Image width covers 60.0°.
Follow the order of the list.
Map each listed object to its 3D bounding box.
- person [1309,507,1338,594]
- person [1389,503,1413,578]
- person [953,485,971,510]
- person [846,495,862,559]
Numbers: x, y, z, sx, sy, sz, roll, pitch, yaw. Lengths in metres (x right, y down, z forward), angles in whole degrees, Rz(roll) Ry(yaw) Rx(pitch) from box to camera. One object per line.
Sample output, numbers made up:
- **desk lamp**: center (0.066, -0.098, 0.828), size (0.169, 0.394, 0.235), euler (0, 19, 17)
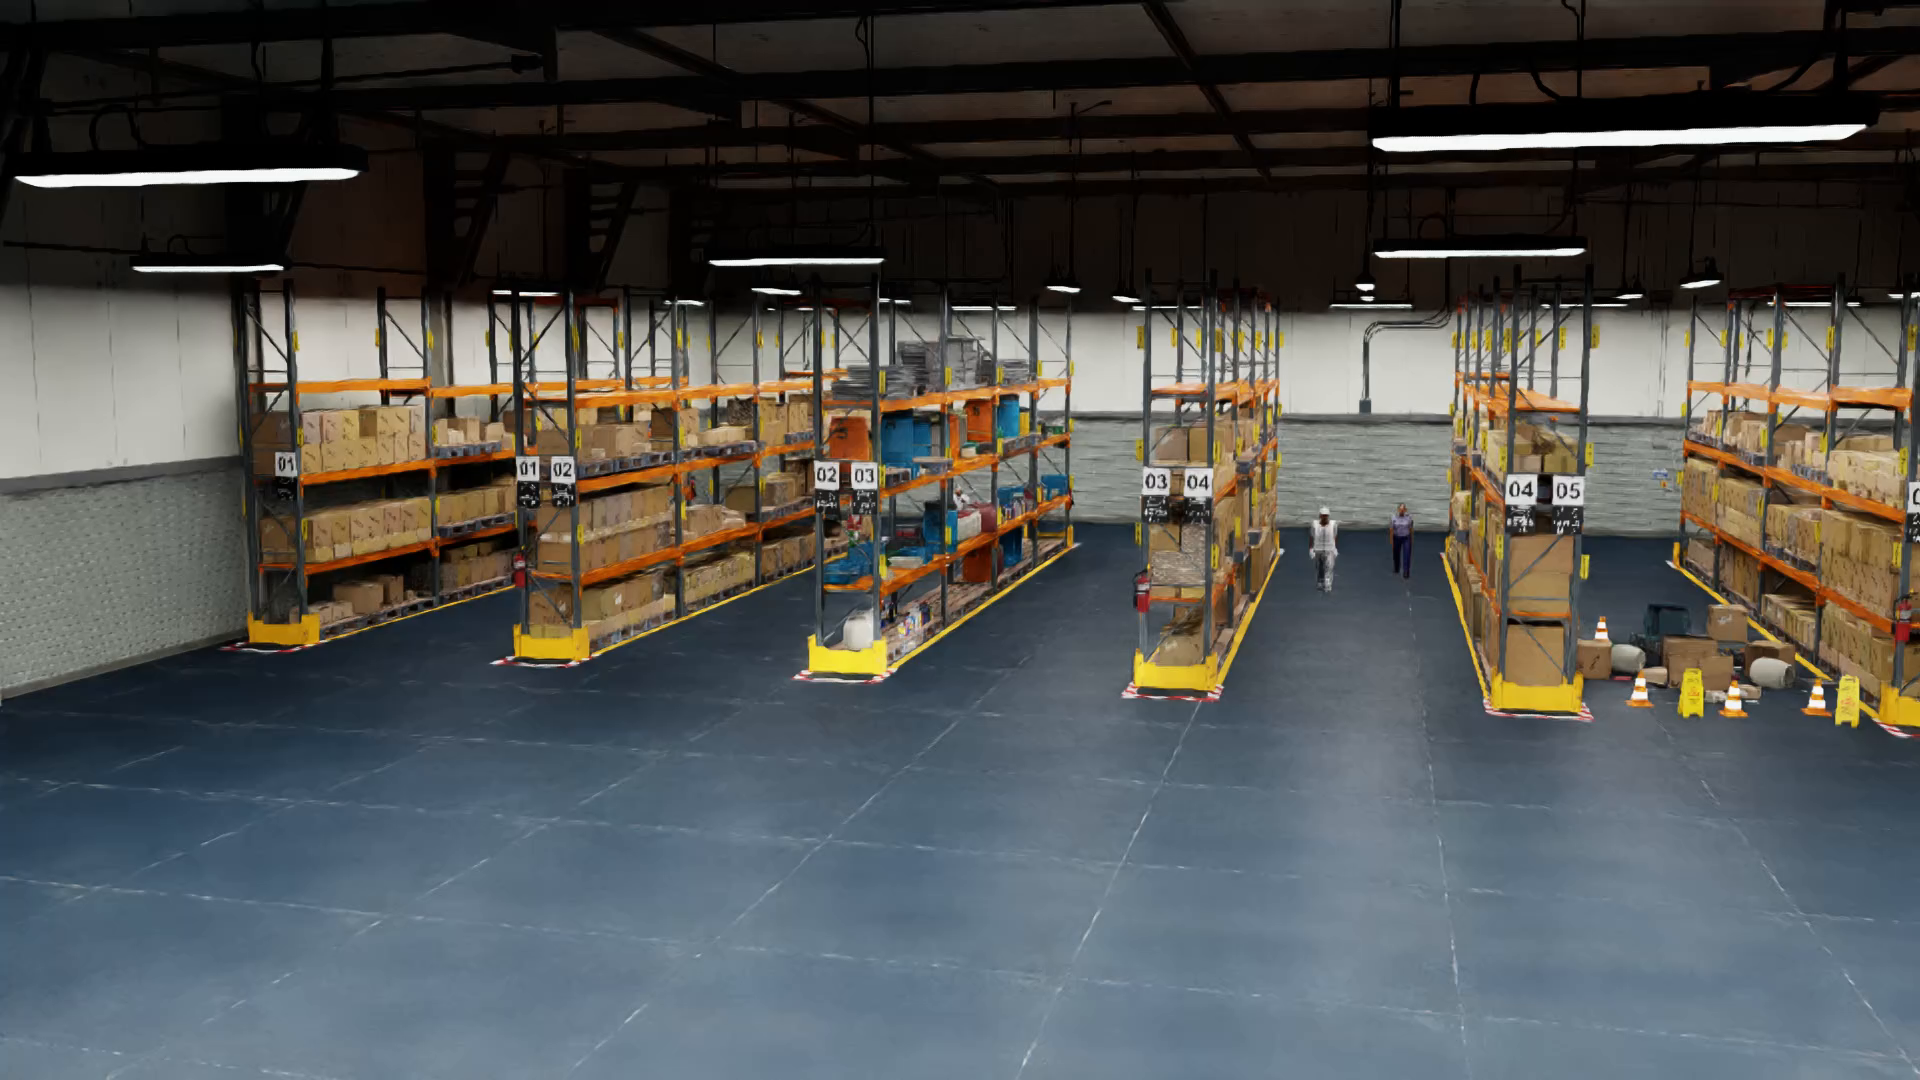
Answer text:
- **person**: center (7.221, 0.183, 33.060), size (0.566, 1.706, 1.122), euler (2, 7, 16)
- **person**: center (9.353, -0.015, 35.283), size (0.479, 1.567, 1.090), euler (2, 7, 16)
- **person**: center (-0.019, -0.526, 39.539), size (0.625, 1.611, 0.575), euler (1, 7, 12)
- **person**: center (-2.227, -0.210, 35.925), size (0.463, 1.794, 0.625), euler (-1, 7, -6)
